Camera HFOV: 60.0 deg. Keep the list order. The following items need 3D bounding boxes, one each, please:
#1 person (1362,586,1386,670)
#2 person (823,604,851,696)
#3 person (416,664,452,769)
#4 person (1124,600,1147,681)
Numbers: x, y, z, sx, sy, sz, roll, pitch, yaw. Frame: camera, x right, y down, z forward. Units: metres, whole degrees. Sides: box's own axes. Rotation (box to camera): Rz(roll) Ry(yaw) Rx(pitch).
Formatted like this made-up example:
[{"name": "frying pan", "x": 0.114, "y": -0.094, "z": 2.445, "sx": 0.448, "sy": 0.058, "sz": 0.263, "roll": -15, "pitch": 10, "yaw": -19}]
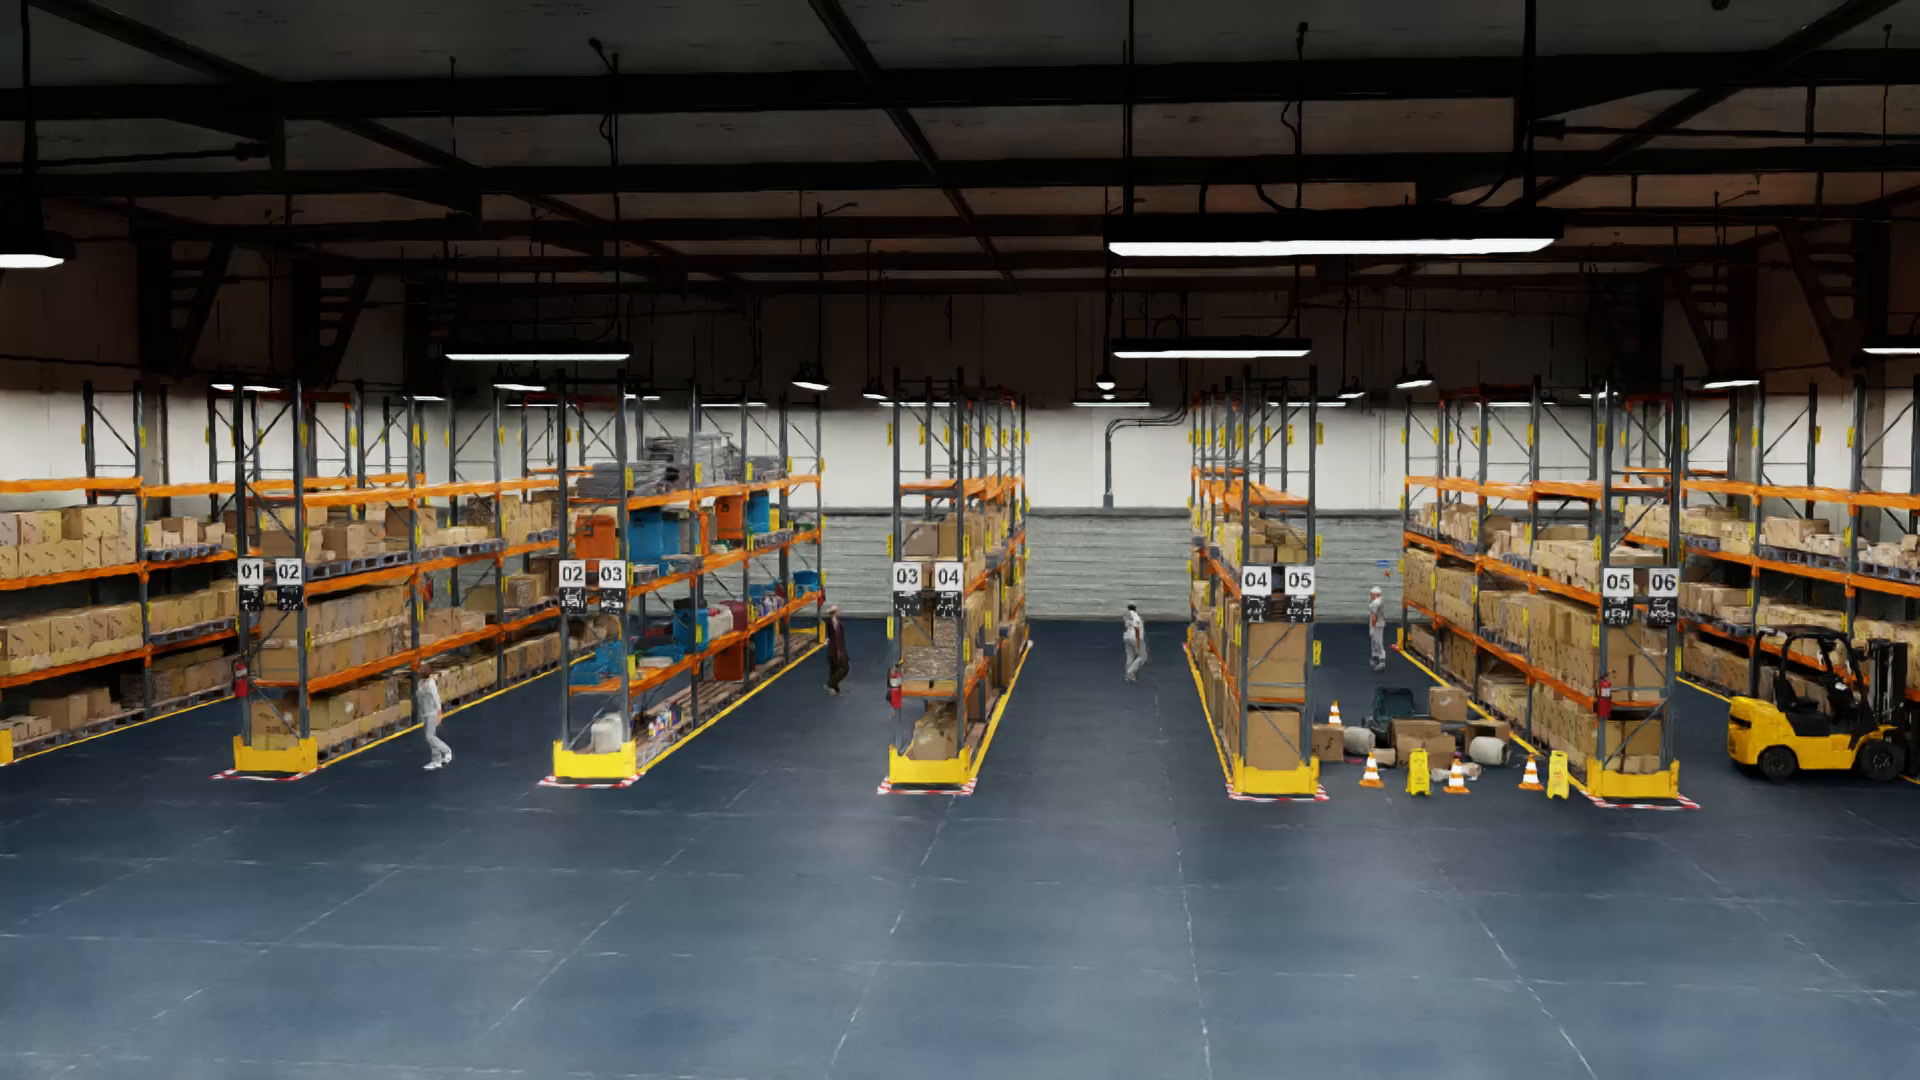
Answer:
[{"name": "person", "x": 8.899, "y": 1.877, "z": 35.697, "sx": 0.538, "sy": 1.788, "sz": 0.625, "roll": 1, "pitch": 4, "yaw": 22}, {"name": "person", "x": -2.394, "y": 2.128, "z": 31.957, "sx": 0.517, "sy": 1.775, "sz": 0.634, "roll": -1, "pitch": 4, "yaw": -21}, {"name": "person", "x": -7.938, "y": 2.655, "z": 25.102, "sx": 0.475, "sy": 1.576, "sz": 0.475, "roll": -4, "pitch": 5, "yaw": -45}, {"name": "person", "x": 3.540, "y": 2.066, "z": 33.946, "sx": 0.441, "sy": 1.659, "sz": 0.533, "roll": -2, "pitch": 4, "yaw": -26}]
